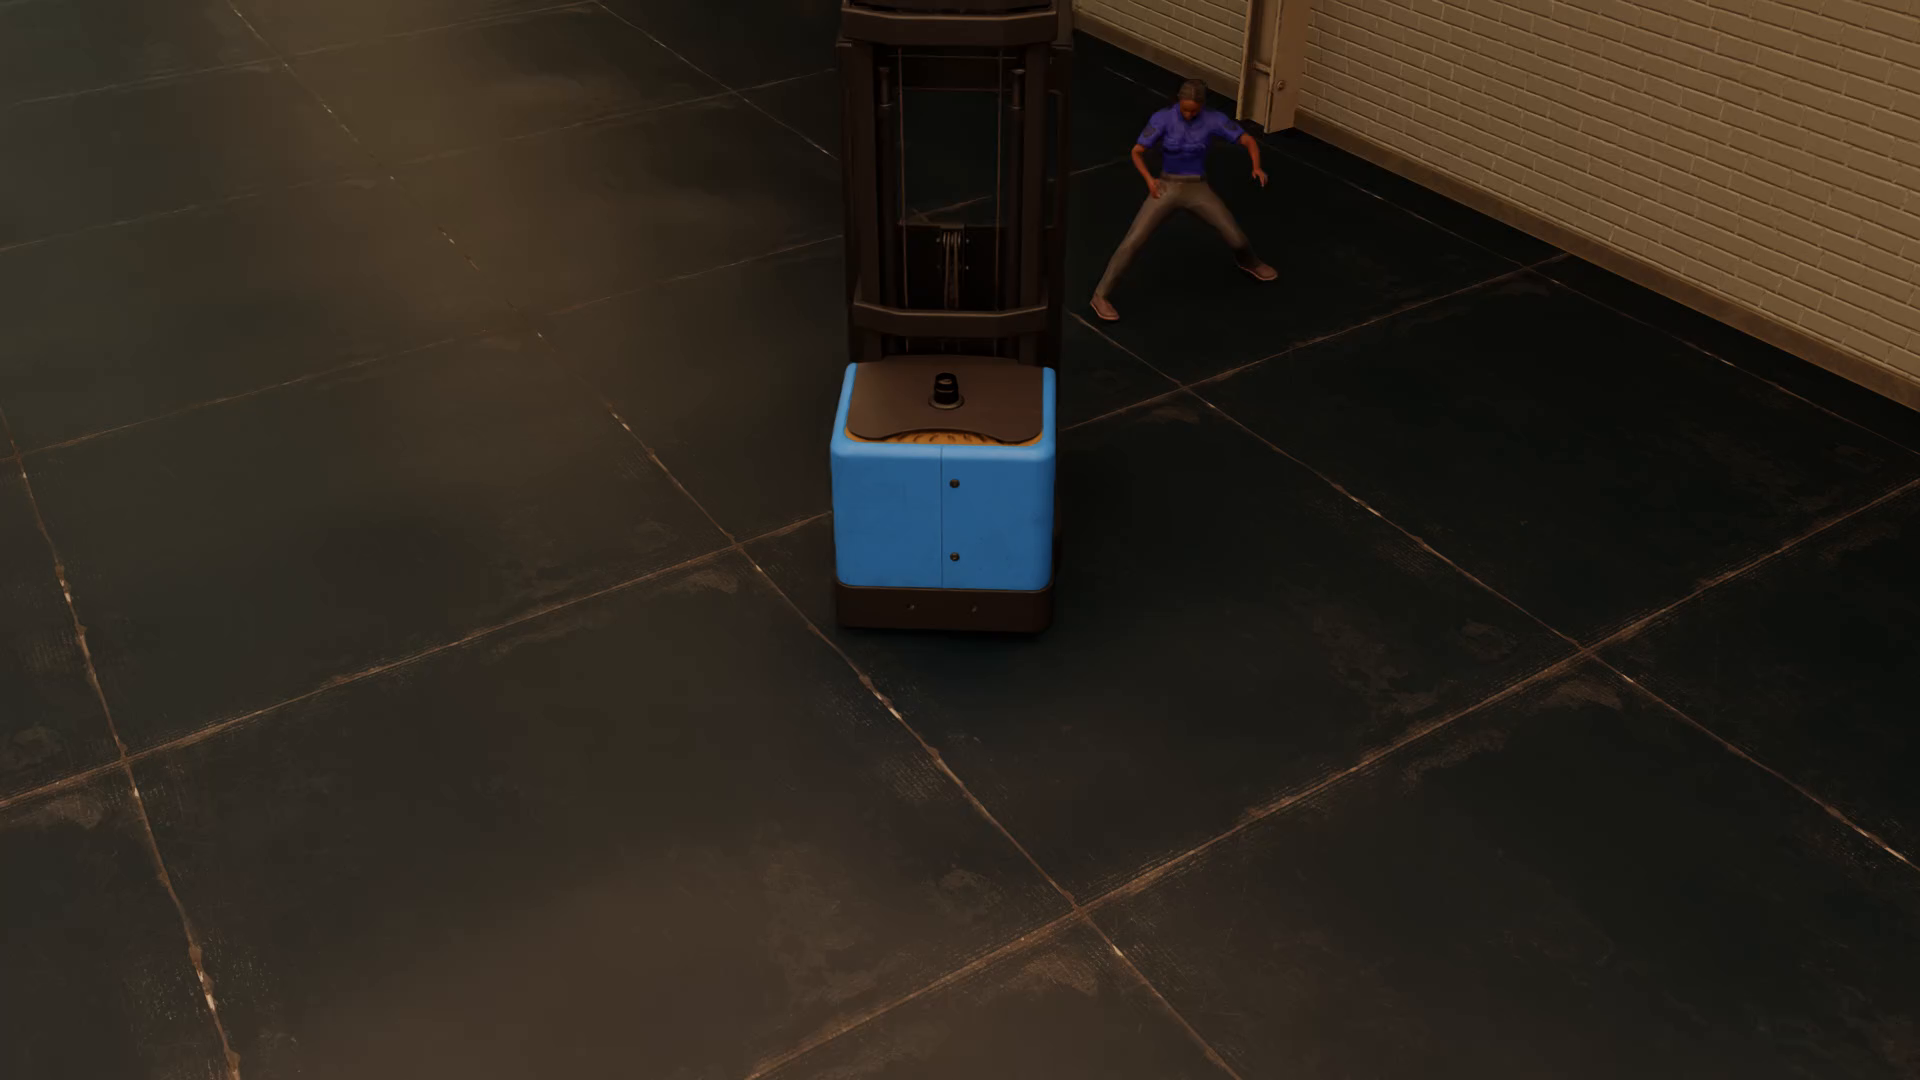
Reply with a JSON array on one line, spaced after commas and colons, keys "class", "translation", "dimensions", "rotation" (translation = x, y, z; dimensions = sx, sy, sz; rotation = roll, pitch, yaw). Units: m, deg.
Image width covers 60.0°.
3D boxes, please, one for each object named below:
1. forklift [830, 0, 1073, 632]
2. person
[{"class": "forklift", "translation": [-0.015, -1.579, 8.395], "dimensions": [1.130, 2.935, 3.031], "rotation": [1, 35, 2]}, {"class": "person", "translation": [1.487, -2.191, 10.553], "dimensions": [1.253, 1.447, 0.796], "rotation": [2, 35, 3]}]
